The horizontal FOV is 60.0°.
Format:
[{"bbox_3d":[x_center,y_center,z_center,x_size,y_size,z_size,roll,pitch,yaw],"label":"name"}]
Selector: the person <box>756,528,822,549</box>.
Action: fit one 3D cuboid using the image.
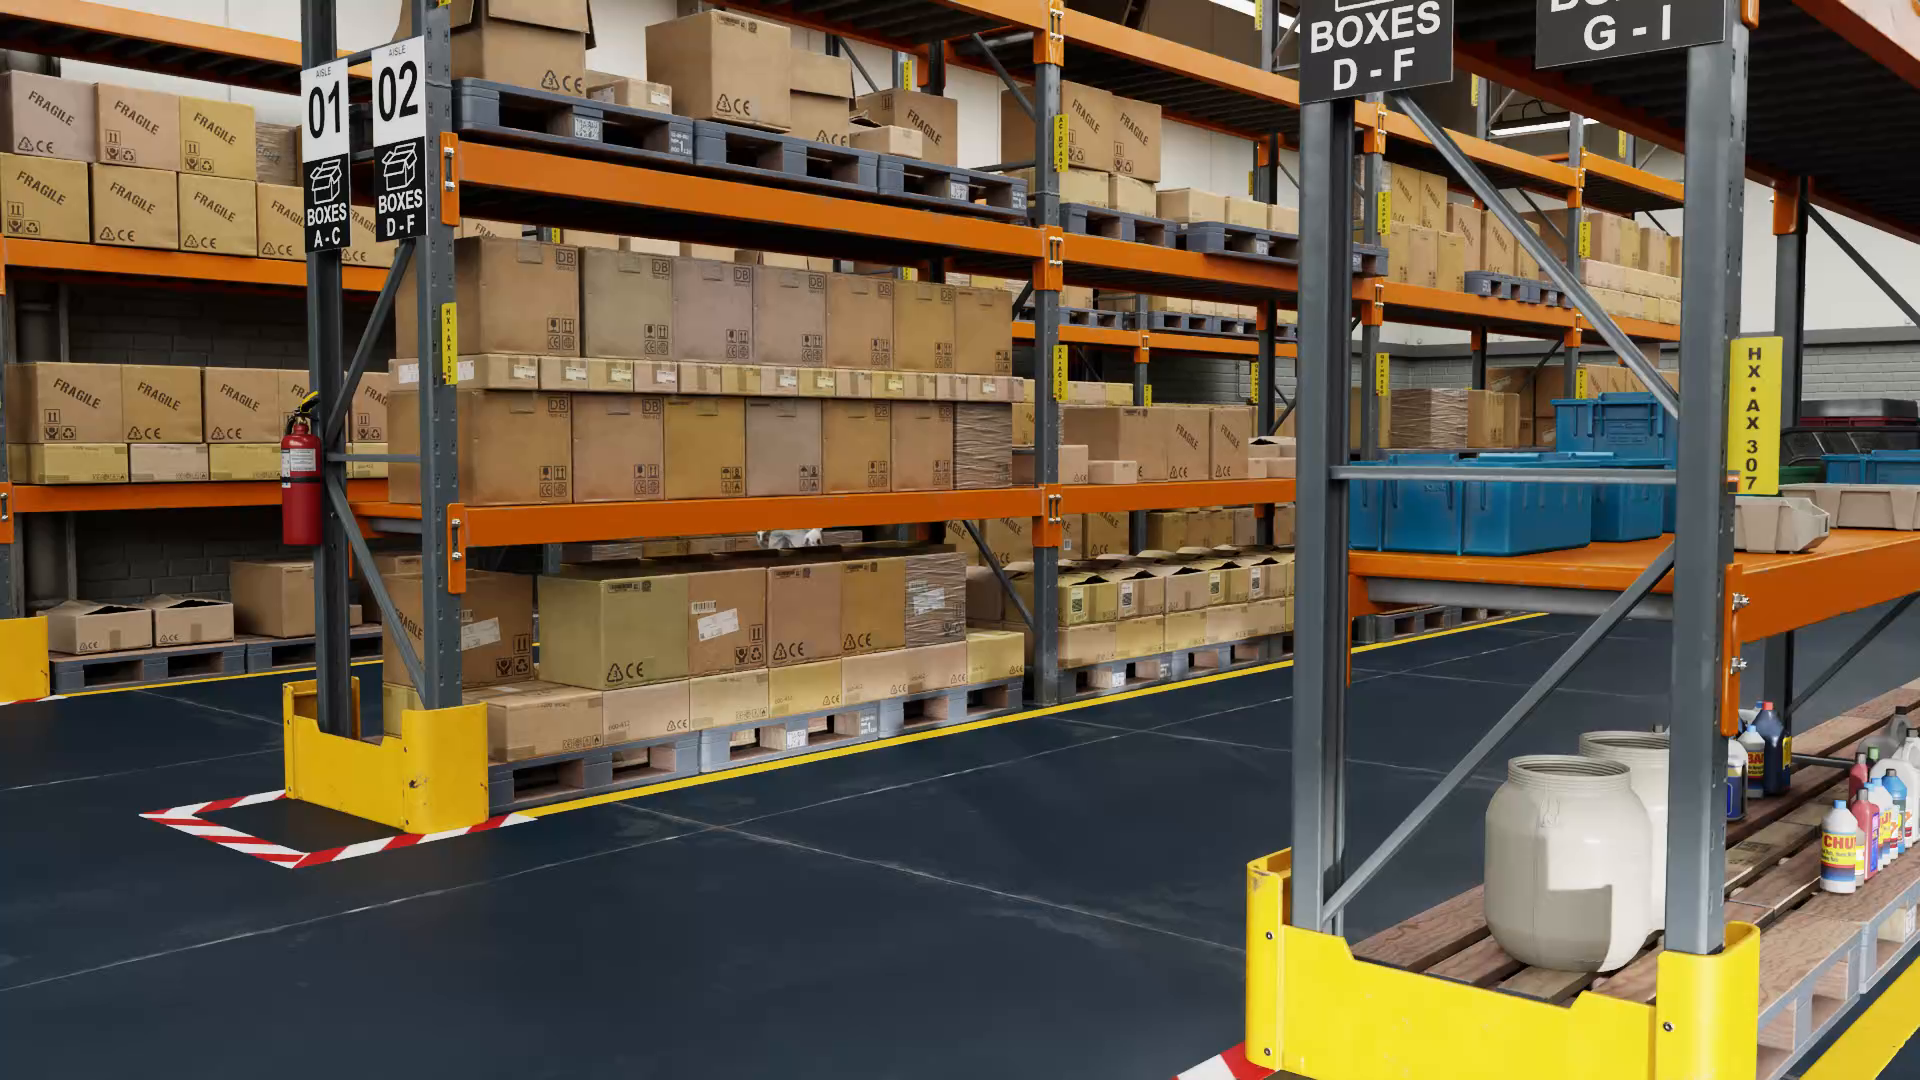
[{"bbox_3d":[-1.265,-0.057,12.464,0.623,1.780,0.446,3,4,39],"label":"person"}]
